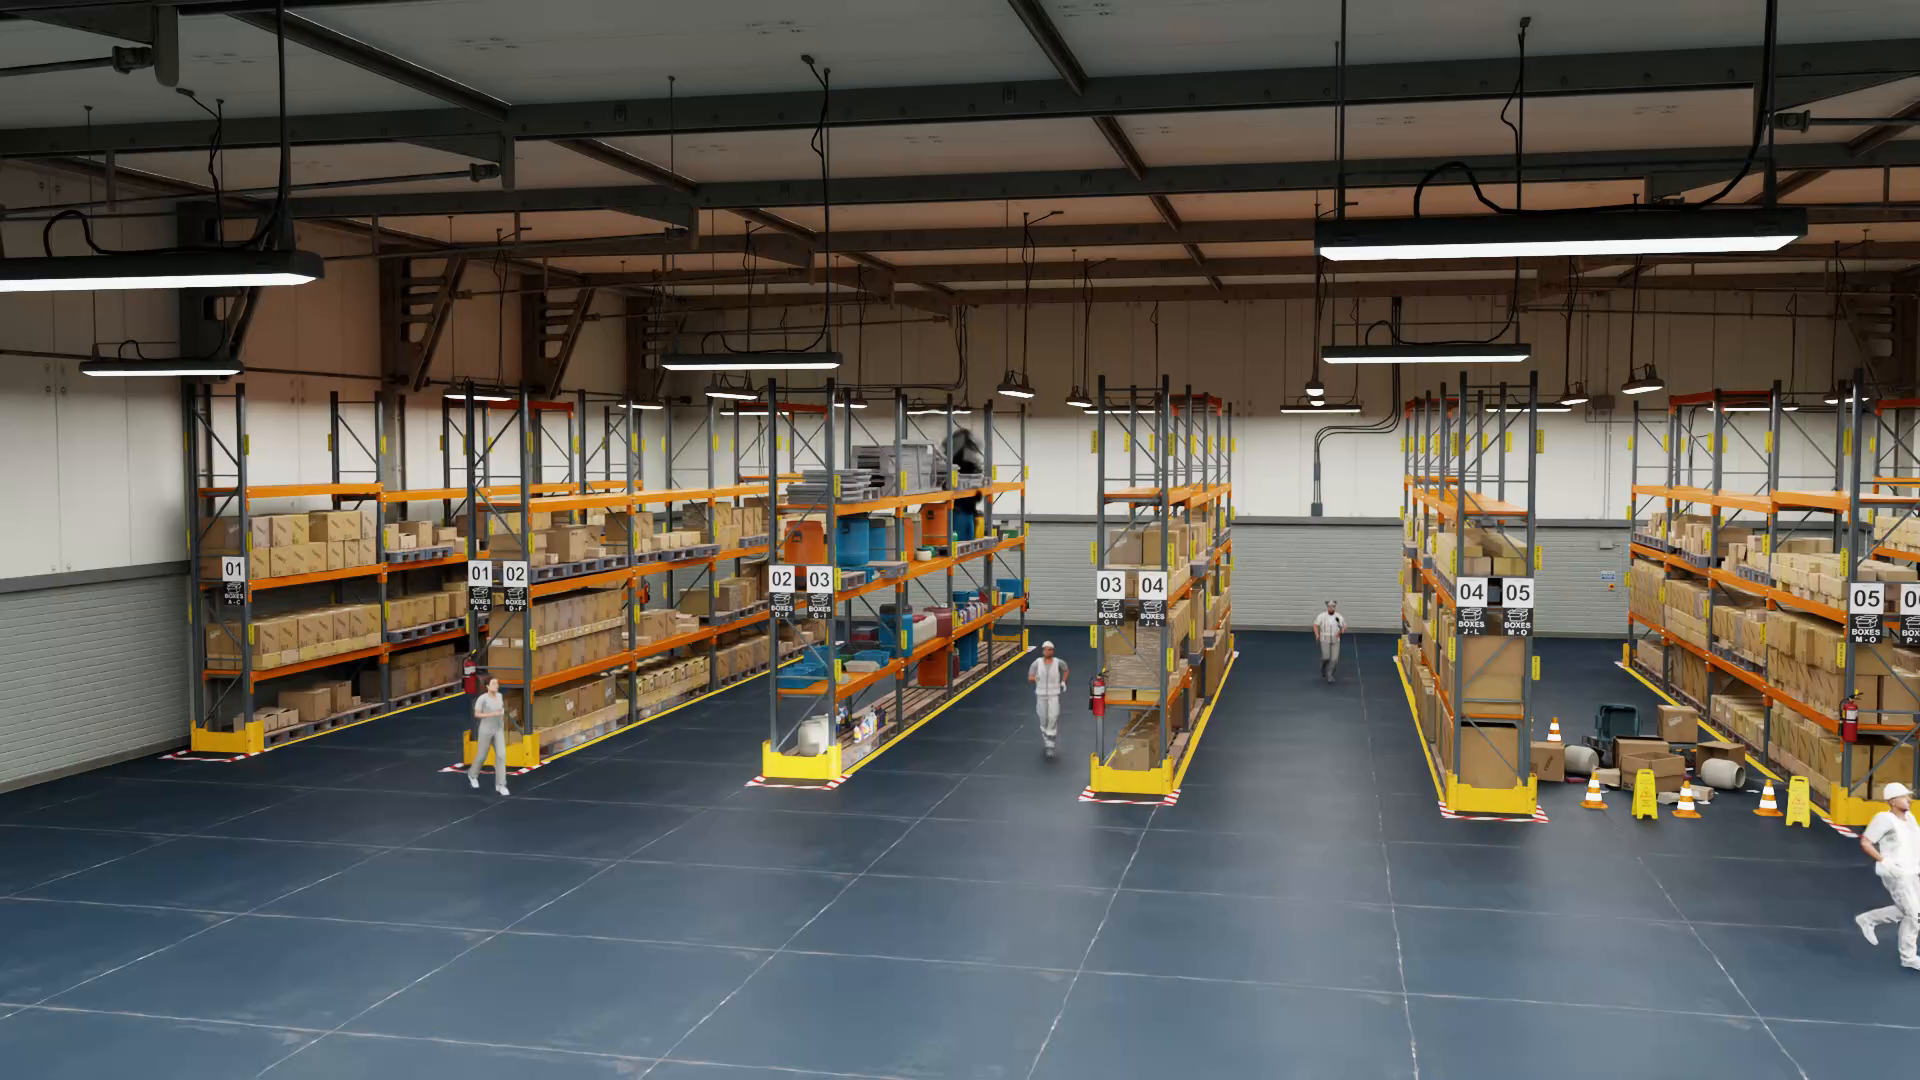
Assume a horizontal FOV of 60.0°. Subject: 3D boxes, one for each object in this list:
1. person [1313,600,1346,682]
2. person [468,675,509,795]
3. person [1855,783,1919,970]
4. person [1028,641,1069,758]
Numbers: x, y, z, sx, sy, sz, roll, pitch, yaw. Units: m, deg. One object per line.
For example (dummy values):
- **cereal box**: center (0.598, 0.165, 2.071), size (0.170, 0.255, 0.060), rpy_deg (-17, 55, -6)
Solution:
- **person**: center (7.823, 2.125, 35.125), size (0.665, 1.742, 0.593), rpy_deg (0, 3, 6)
- **person**: center (-6.738, 2.772, 23.868), size (0.564, 1.671, 0.944), rpy_deg (-3, 5, -44)
- **person**: center (9.016, 3.212, 16.036), size (0.696, 1.750, 0.818), rpy_deg (-2, 4, -33)
- **person**: center (1.420, 2.544, 26.914), size (0.636, 1.821, 0.843), rpy_deg (1, 3, 10)
